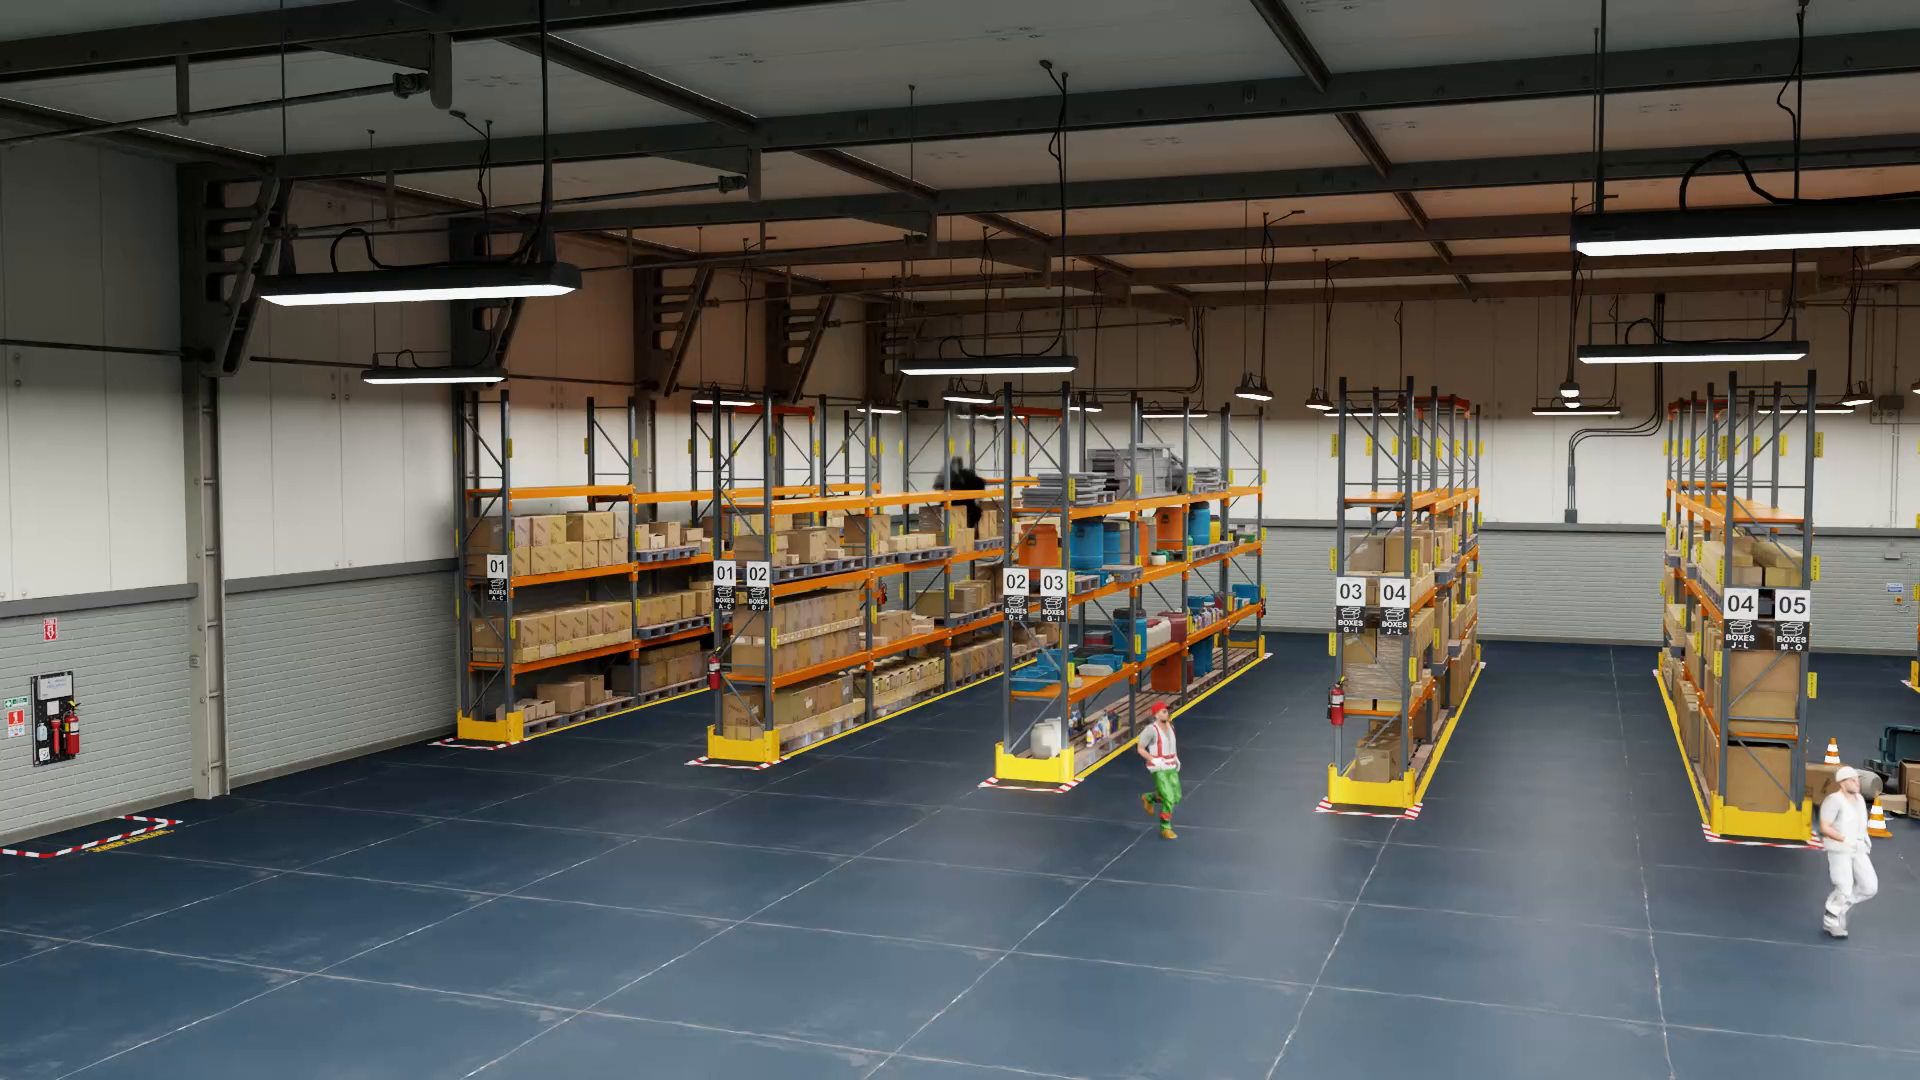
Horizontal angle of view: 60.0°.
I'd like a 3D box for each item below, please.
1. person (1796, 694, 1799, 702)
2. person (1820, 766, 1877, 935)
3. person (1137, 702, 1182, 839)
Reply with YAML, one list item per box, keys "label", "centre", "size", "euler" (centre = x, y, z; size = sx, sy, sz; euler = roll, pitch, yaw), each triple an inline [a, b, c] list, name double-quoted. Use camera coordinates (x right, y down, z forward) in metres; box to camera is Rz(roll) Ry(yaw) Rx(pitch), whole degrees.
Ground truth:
- label: "person"
  centre: [15.955, 2.429, 31.968]
  size: [0.552, 1.697, 1.010]
  euler: [1, 3, 19]
- label: "person"
  centre: [9.109, 3.184, 16.982]
  size: [0.700, 1.742, 0.600]
  euler: [-1, 3, -20]
- label: "person"
  centre: [2.568, 2.956, 21.543]
  size: [0.688, 1.737, 0.664]
  euler: [-3, 4, -43]
